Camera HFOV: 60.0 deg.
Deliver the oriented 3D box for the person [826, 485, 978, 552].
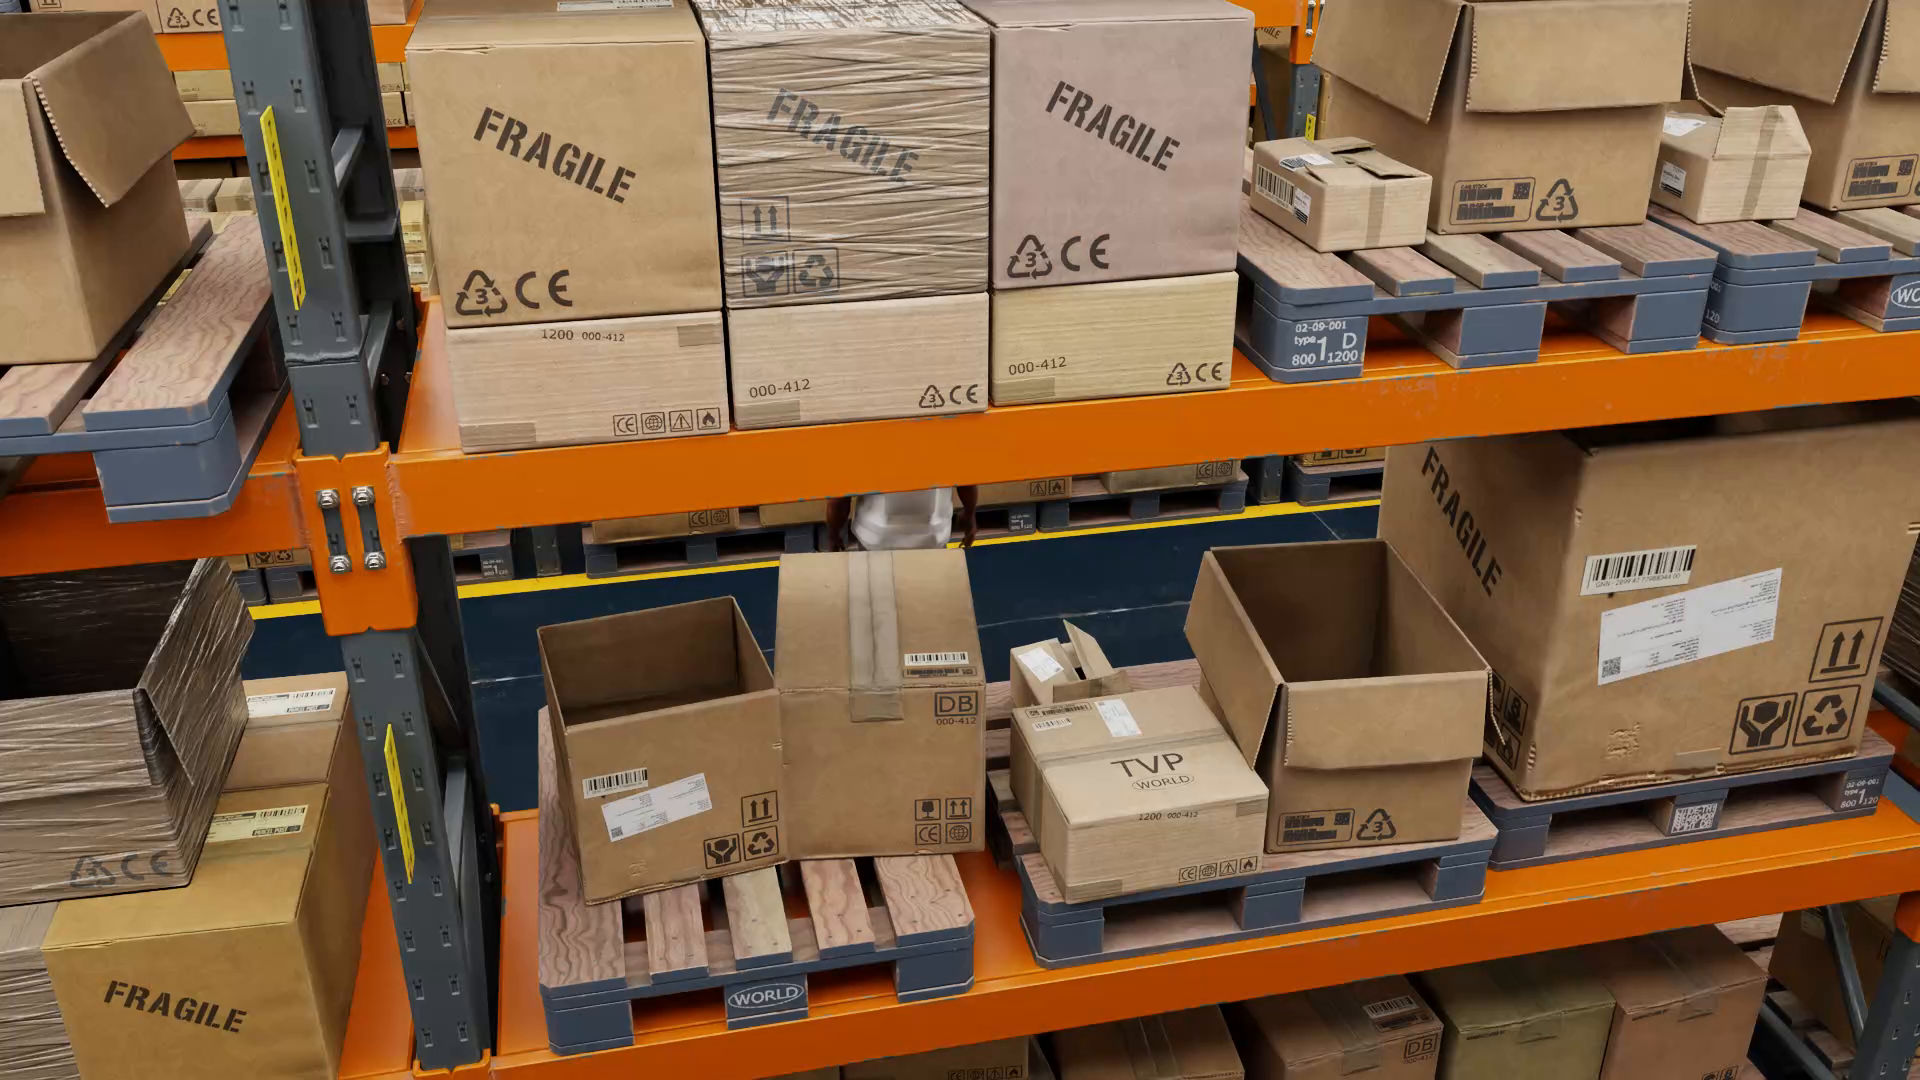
[{"bbox_3d":[-0.260,-0.062,7.200,0.666,1.759,0.577,-6,27,-12],"label":"person"}]
